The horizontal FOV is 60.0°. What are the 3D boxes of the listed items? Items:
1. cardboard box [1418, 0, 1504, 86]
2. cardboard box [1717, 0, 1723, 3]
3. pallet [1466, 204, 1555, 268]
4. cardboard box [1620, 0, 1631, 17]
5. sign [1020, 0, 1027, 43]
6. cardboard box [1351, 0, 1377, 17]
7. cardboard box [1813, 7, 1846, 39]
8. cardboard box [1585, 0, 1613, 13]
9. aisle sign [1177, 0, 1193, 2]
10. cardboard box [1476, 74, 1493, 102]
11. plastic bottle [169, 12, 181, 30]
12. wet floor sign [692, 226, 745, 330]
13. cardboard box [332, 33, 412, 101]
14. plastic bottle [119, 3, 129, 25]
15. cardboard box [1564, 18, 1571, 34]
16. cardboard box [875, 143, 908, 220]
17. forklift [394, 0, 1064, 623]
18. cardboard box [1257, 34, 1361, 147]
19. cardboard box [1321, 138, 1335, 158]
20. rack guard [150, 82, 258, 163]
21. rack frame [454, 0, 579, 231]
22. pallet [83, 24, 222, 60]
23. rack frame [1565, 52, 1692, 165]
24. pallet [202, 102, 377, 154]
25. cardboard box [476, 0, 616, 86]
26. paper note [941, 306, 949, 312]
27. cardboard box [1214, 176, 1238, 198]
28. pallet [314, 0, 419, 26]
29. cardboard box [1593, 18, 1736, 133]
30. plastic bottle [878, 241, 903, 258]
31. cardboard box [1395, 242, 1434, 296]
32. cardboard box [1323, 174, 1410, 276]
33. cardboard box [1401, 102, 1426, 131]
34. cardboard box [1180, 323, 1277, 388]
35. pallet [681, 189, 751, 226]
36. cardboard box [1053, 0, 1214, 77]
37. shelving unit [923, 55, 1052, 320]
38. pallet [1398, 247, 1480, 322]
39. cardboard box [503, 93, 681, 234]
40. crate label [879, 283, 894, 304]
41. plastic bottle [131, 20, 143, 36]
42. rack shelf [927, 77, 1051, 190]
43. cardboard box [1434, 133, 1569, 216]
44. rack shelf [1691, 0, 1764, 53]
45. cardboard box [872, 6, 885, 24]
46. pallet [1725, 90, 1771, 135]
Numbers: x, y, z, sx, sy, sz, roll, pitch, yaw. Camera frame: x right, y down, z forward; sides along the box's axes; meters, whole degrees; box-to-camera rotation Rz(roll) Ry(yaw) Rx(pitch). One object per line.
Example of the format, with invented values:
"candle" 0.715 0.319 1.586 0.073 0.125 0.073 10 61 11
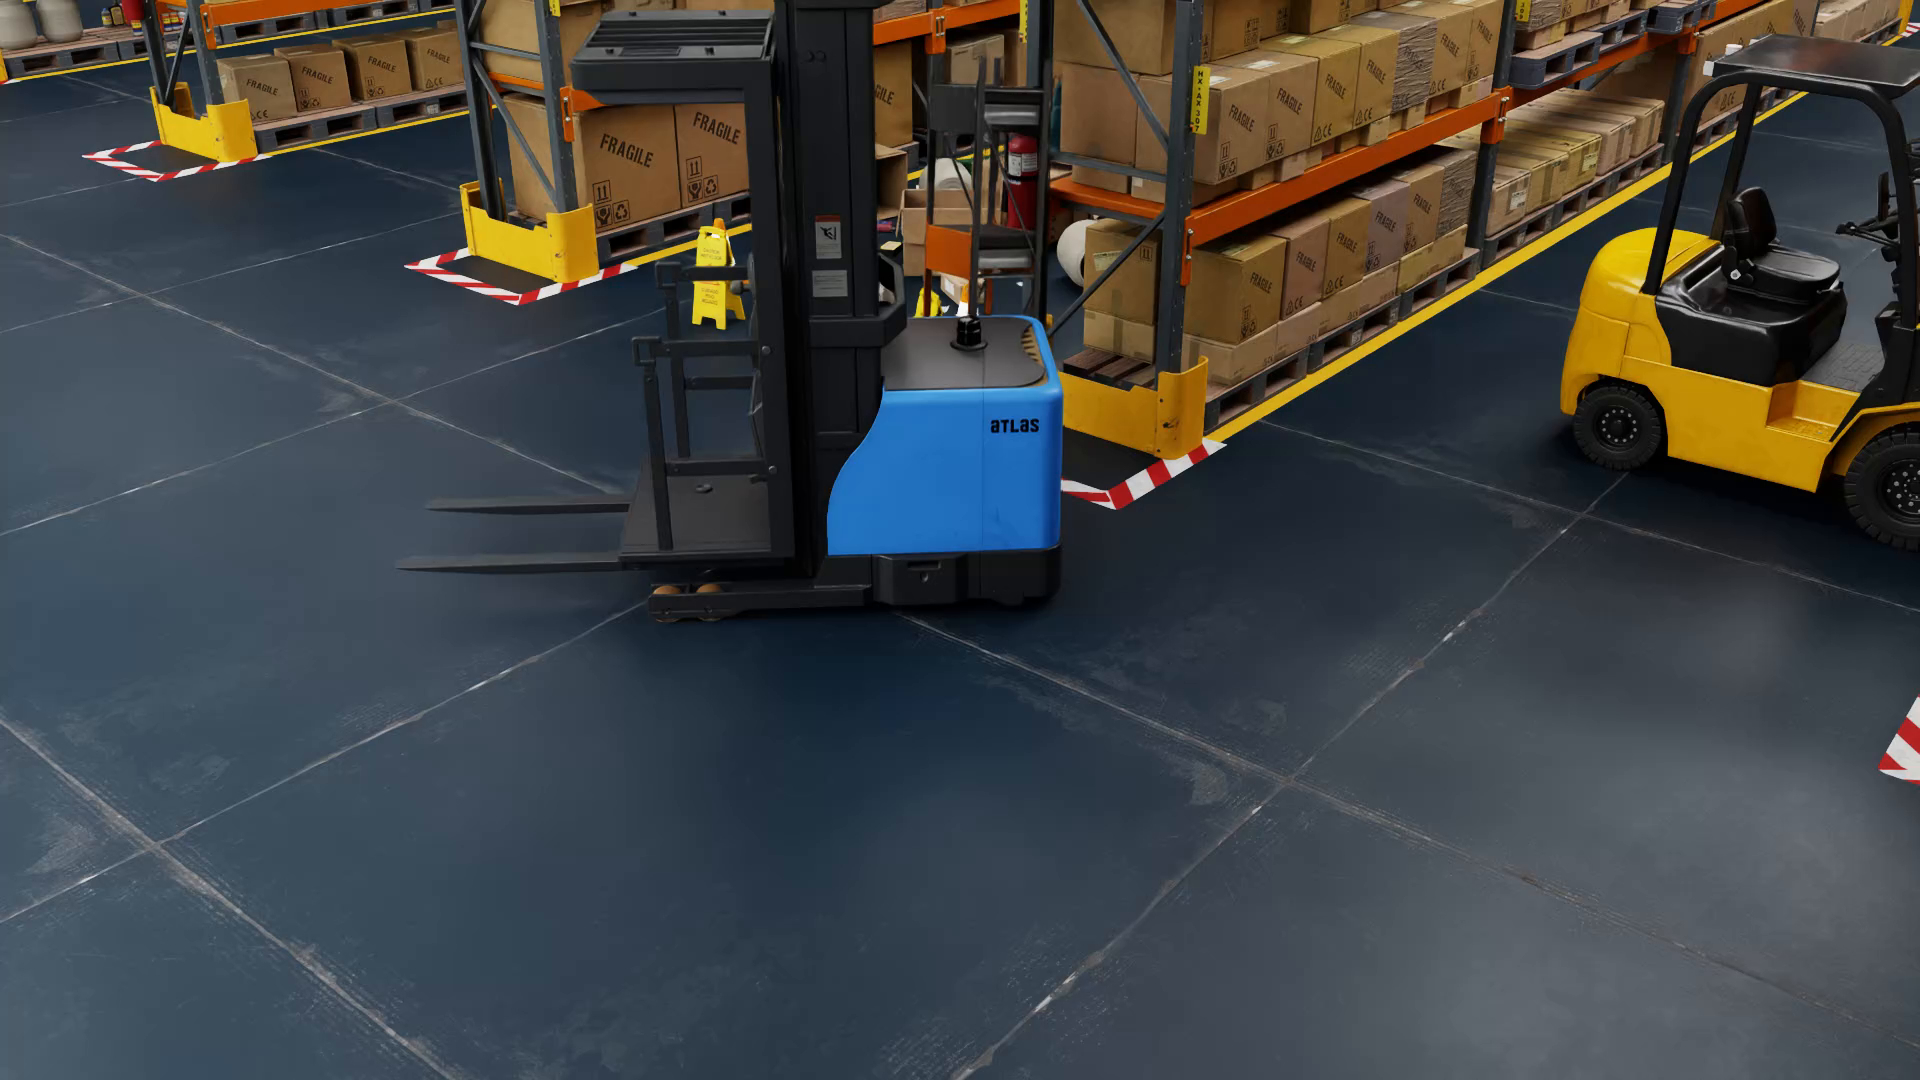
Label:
"cardboard box" 3.226 -3.327 10.984 0.500 0.500 0.500 20 33 33
"cardboard box" 6.367 -4.832 14.489 0.500 0.250 0.500 20 33 34
"pallet" 3.811 -2.418 12.695 1.003 0.211 1.213 21 34 34
"cardboard box" 4.910 -4.116 12.759 0.380 0.149 0.250 20 33 33
"sign" 0.357 -2.786 8.767 0.100 0.325 0.005 21 34 34
"cardboard box" 2.188 -3.564 10.353 0.700 0.500 0.500 20 33 33
"cardboard box" 8.888 -5.457 17.865 0.875 0.438 0.875 20 34 34
"cardboard box" 4.480 -4.175 12.166 0.500 0.500 0.500 21 34 34
"aisle sign" 0.973 -3.004 7.964 0.394 0.787 0.004 21 34 34
"cardboard box" 3.348 -3.066 11.185 0.380 0.149 0.250 20 34 34
"plastic bottle" -9.021 -5.999 19.071 0.097 0.271 0.097 0 27 0
"wet floor sign" -1.602 -1.739 10.908 0.267 0.644 0.232 15 31 26
"cardboard box" -5.697 -4.590 16.121 0.500 0.500 0.500 25 36 39
"plastic bottle" -9.685 -6.152 19.364 0.152 0.276 0.135 21 34 35
"cardboard box" 4.199 -3.768 12.085 0.380 0.149 0.250 23 35 37
"cardboard box" -0.762 -2.832 13.177 0.500 0.500 0.500 -21 34 -35
"forklift" -1.074 -1.177 7.336 3.031 2.935 1.130 -2 27 -3
"cardboard box" 1.938 -2.591 9.562 0.500 0.500 0.500 20 33 33
"cardboard box" 1.987 -2.364 9.829 0.380 0.149 0.250 22 35 36
"rack guard" -6.826 -3.775 15.004 1.175 0.500 0.348 21 34 34
"rack frame" -3.111 -3.373 11.506 1.000 3.000 0.127 21 34 34
"pallet" -9.387 -5.825 19.281 1.003 0.211 1.213 21 34 34
"rack frame" 5.861 -4.799 14.262 1.000 3.000 0.127 21 34 34
"pallet" -6.282 -3.925 15.607 1.003 0.211 1.213 21 34 34
"cardboard box" -2.910 -3.585 11.751 0.875 0.550 0.550 21 34 34
"paper note" -0.162 -1.561 11.233 0.148 0.019 0.142 9 29 17
"cardboard box" 1.298 -2.004 9.133 0.380 0.149 0.250 21 34 35
"pallet" -7.682 -6.776 21.118 1.003 0.211 1.213 21 34 34
"cardboard box" 6.365 -4.262 15.080 0.875 0.875 0.875 20 34 34
"plastic bottle" -0.508 -2.174 12.386 0.133 0.061 0.283 9 29 17
"cardboard box" 2.817 -1.866 11.128 0.500 0.250 0.500 20 33 33
"cardboard box" 2.502 -2.029 10.626 0.500 0.500 0.500 23 35 37
"cardboard box" 2.704 -2.705 10.487 0.380 0.149 0.250 20 34 34
"cardboard box" 1.499 -1.133 9.711 0.500 0.250 0.500 20 34 34
"pallet" -1.887 -2.872 13.571 1.003 0.211 1.213 21 34 34
"cardboard box" 0.929 -2.828 8.931 0.700 0.500 0.500 20 33 33
"shelving unit" 0.112 -1.384 8.532 0.431 2.100 0.503 -7 18 -28
"pallet" 2.917 -1.894 11.681 1.003 0.211 1.213 21 34 34
"cardboard box" -2.731 -2.876 12.400 0.875 0.875 0.875 21 34 35
"crate label" -0.570 -1.721 11.428 0.250 0.136 0.298 4 28 8
"plastic bottle" -9.302 -5.842 18.768 0.097 0.271 0.097 0 27 0
"rack shelf" 0.138 -2.042 8.341 0.431 0.518 0.480 -7 18 -28
"cardboard box" 4.103 -2.843 12.883 0.950 0.372 0.625 23 35 37
"rack shelf" 7.134 -5.188 15.798 1.077 0.370 4.000 21 34 34
"cardboard box" -1.125 -4.522 13.564 0.875 0.550 0.550 21 34 34
"pallet" 7.197 -4.248 16.232 1.003 0.211 1.213 21 34 34
